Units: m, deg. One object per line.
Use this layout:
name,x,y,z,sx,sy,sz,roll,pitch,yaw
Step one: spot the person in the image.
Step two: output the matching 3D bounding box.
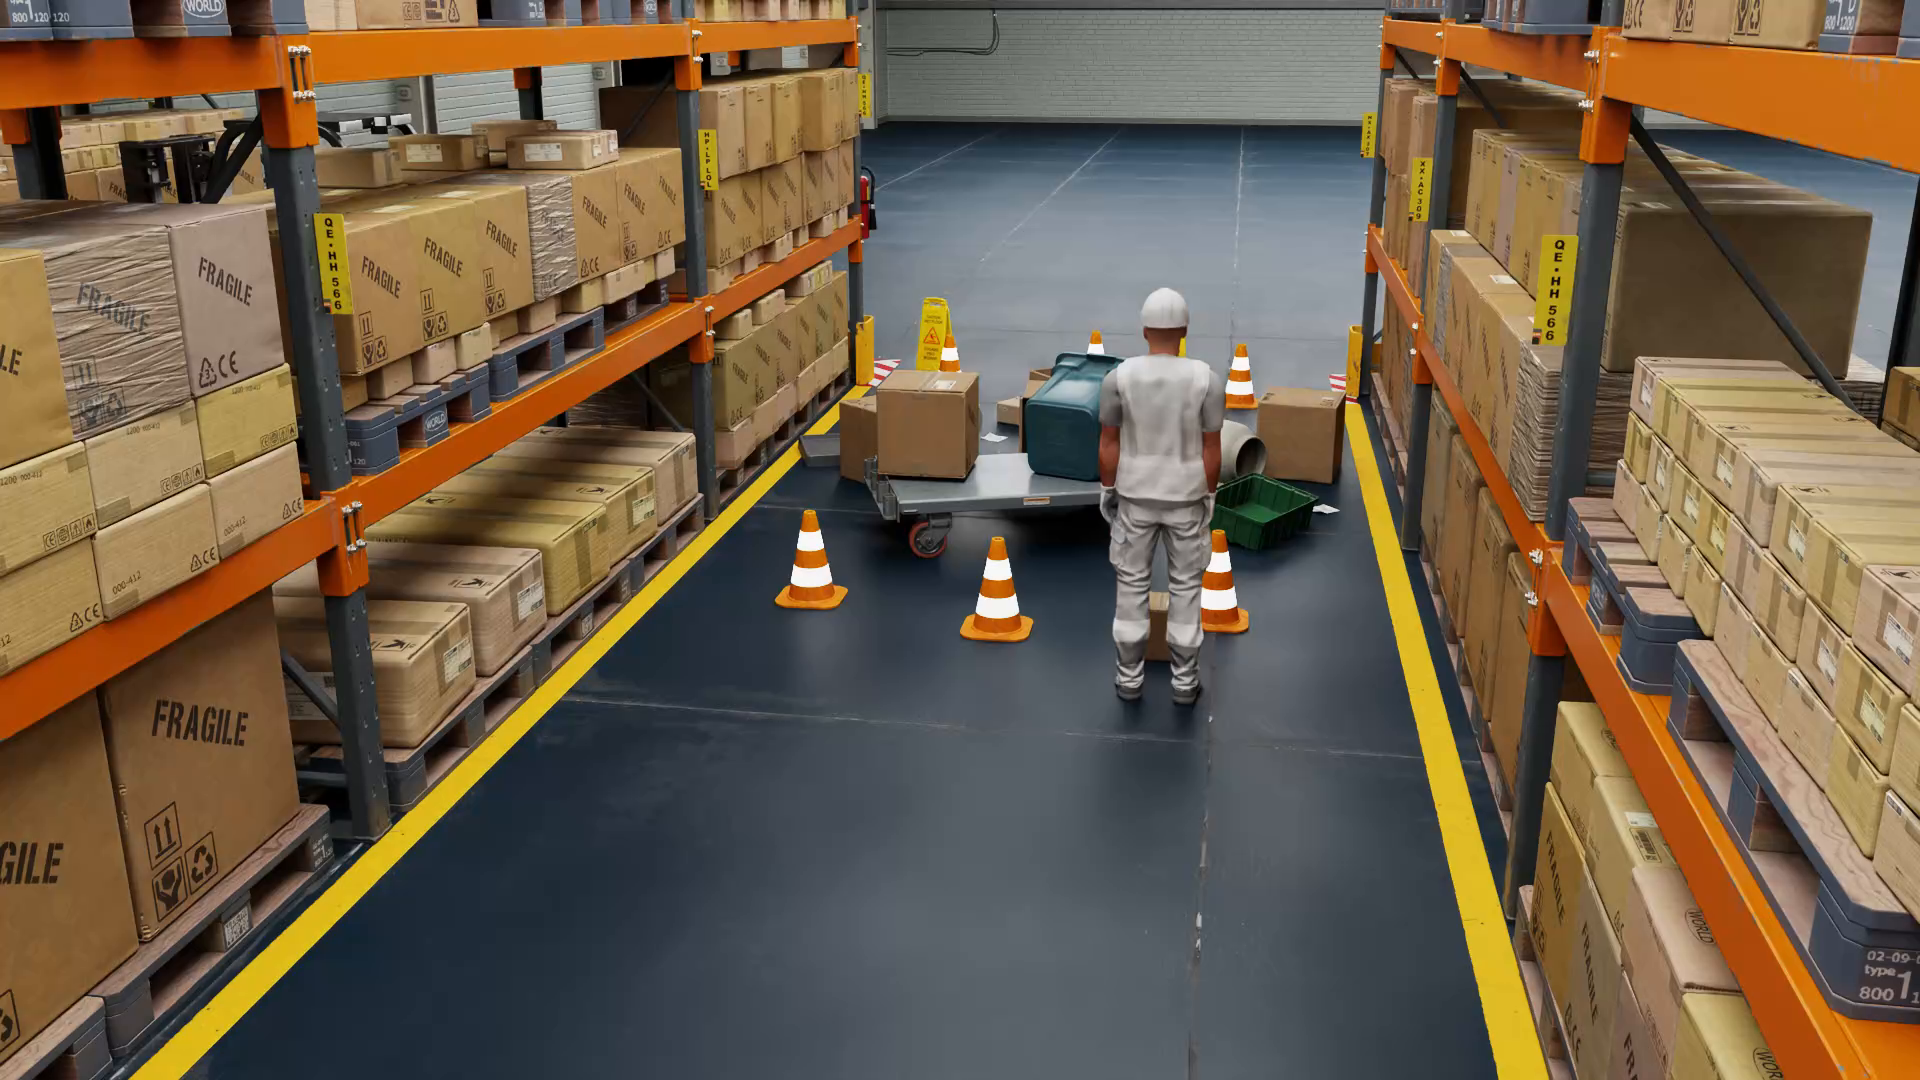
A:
person,0.847,-0.180,7.081,0.525,1.783,0.337,3,18,10
